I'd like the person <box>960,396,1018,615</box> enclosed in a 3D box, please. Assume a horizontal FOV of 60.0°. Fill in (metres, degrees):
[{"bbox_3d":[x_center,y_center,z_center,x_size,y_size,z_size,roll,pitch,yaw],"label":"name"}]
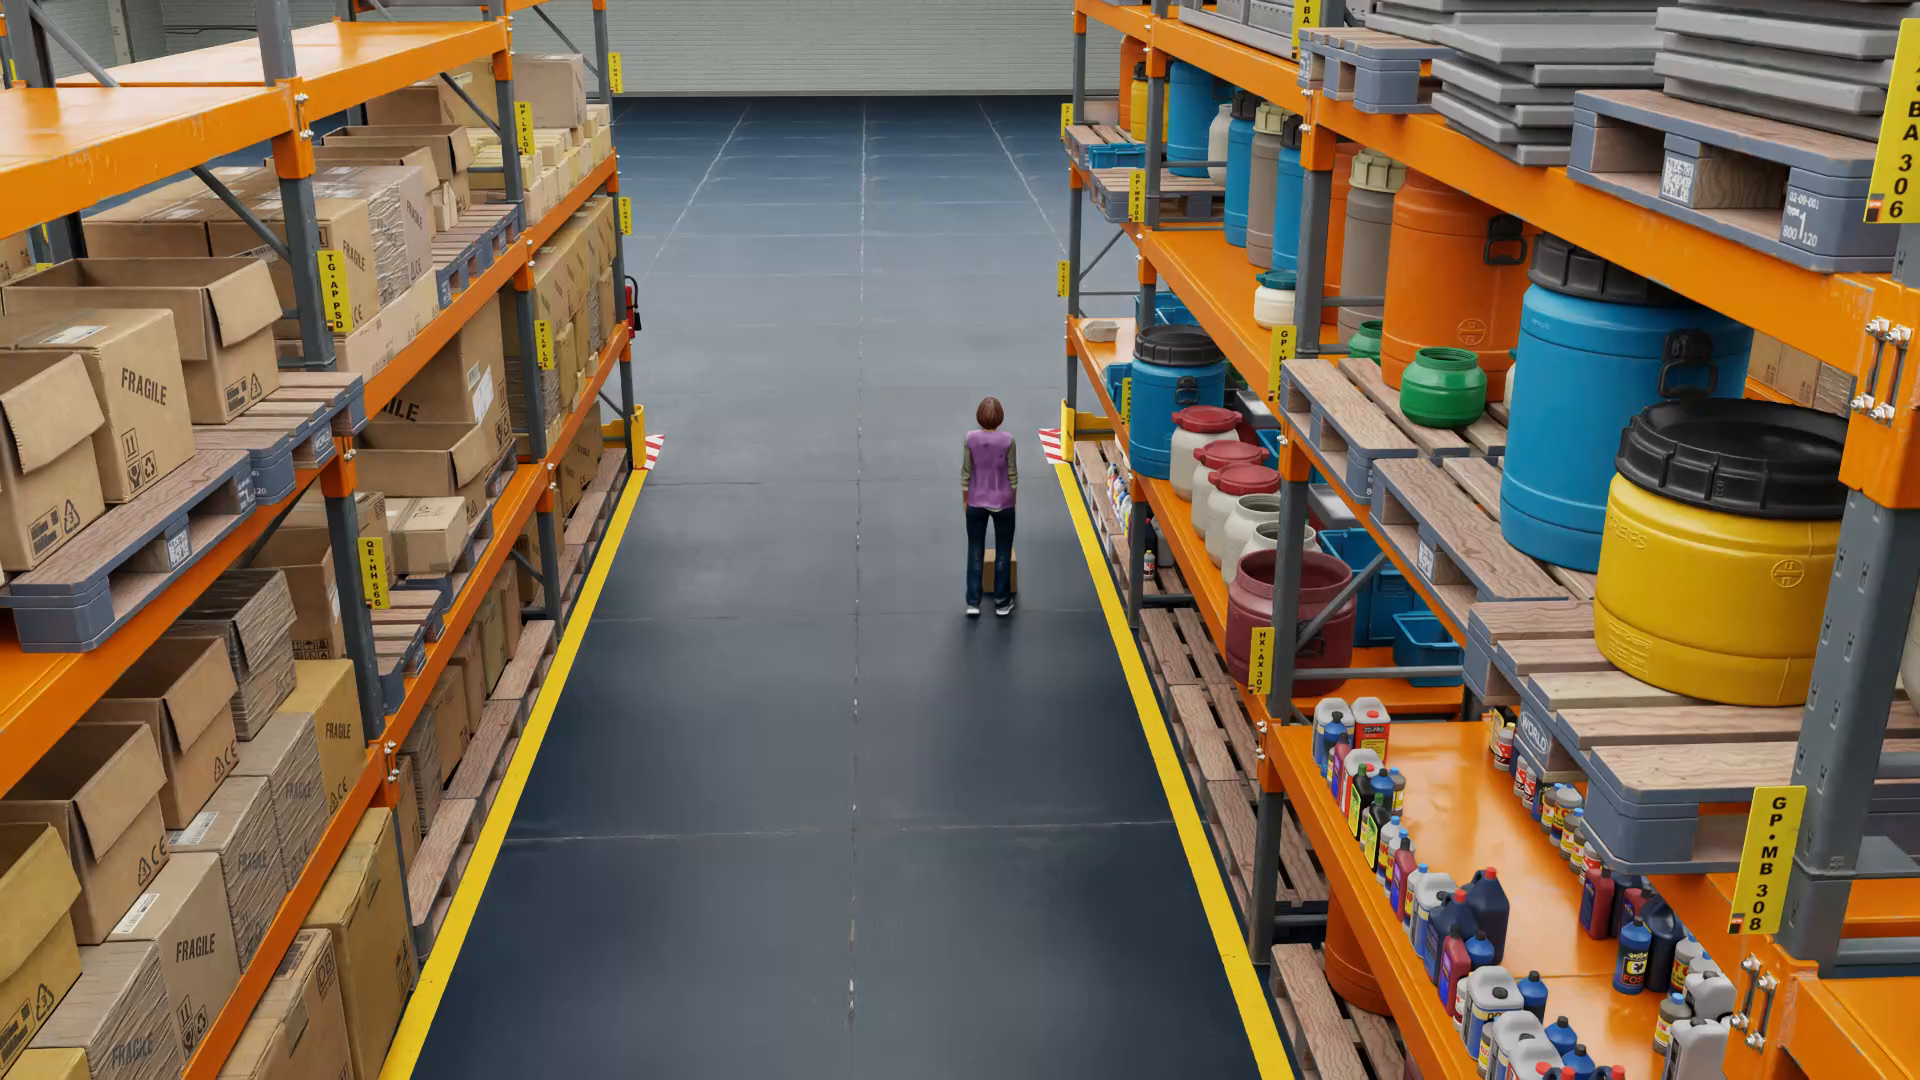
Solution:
[{"bbox_3d":[0.204,-0.220,11.730,0.409,1.639,0.330,4,21,10],"label":"person"}]
